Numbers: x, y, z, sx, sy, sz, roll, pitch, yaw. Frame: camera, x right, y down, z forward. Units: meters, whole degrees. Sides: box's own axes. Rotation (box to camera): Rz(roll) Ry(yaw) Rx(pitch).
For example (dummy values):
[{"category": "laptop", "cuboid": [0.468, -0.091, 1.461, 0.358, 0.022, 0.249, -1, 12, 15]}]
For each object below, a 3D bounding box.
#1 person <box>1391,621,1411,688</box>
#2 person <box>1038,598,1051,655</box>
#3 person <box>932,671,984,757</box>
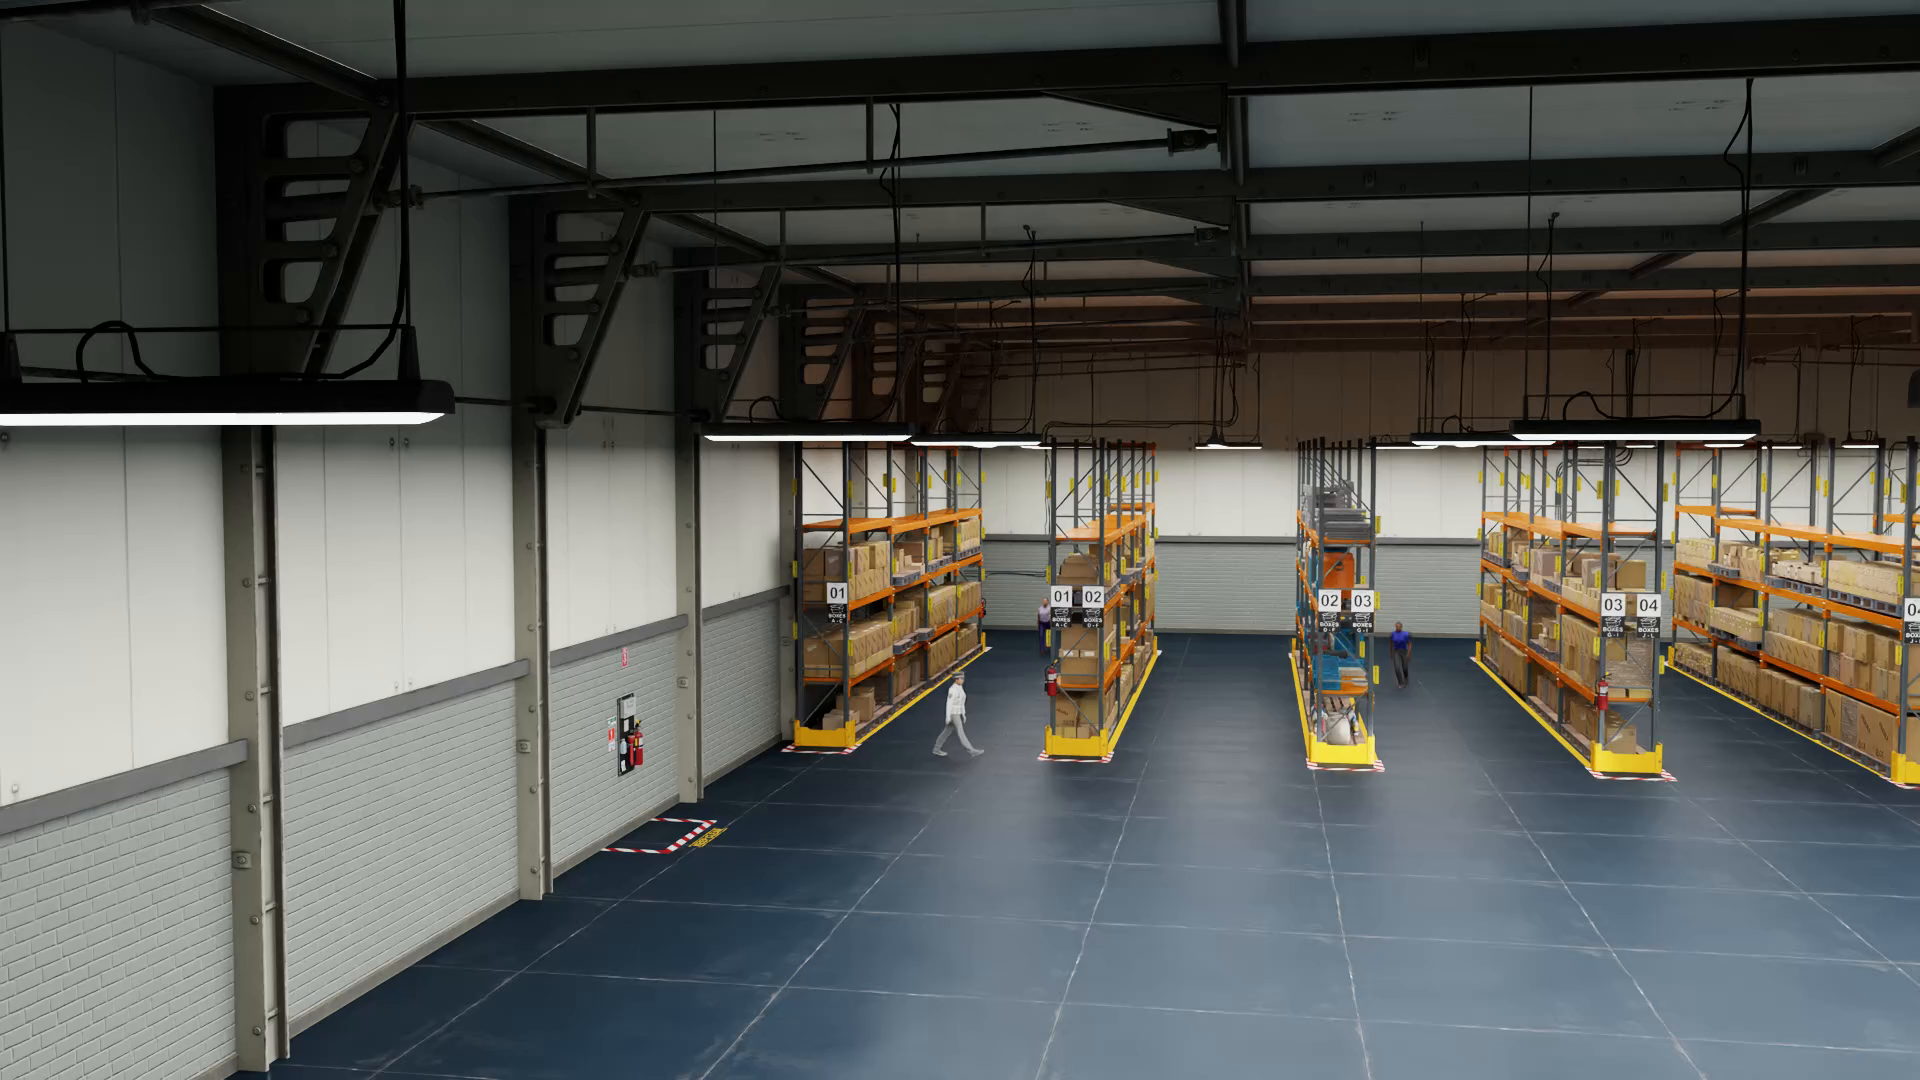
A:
[{"category": "person", "cuboid": [10.744, 2.783, 40.488, 0.504, 1.612, 0.602, 1, 3, 25]}, {"category": "person", "cuboid": [2.441, 2.426, 47.055, 0.468, 1.575, 1.064, 0, 3, 1]}, {"category": "person", "cuboid": [-0.024, 3.253, 31.083, 1.048, 1.601, 0.523, 1, 3, 12]}]
